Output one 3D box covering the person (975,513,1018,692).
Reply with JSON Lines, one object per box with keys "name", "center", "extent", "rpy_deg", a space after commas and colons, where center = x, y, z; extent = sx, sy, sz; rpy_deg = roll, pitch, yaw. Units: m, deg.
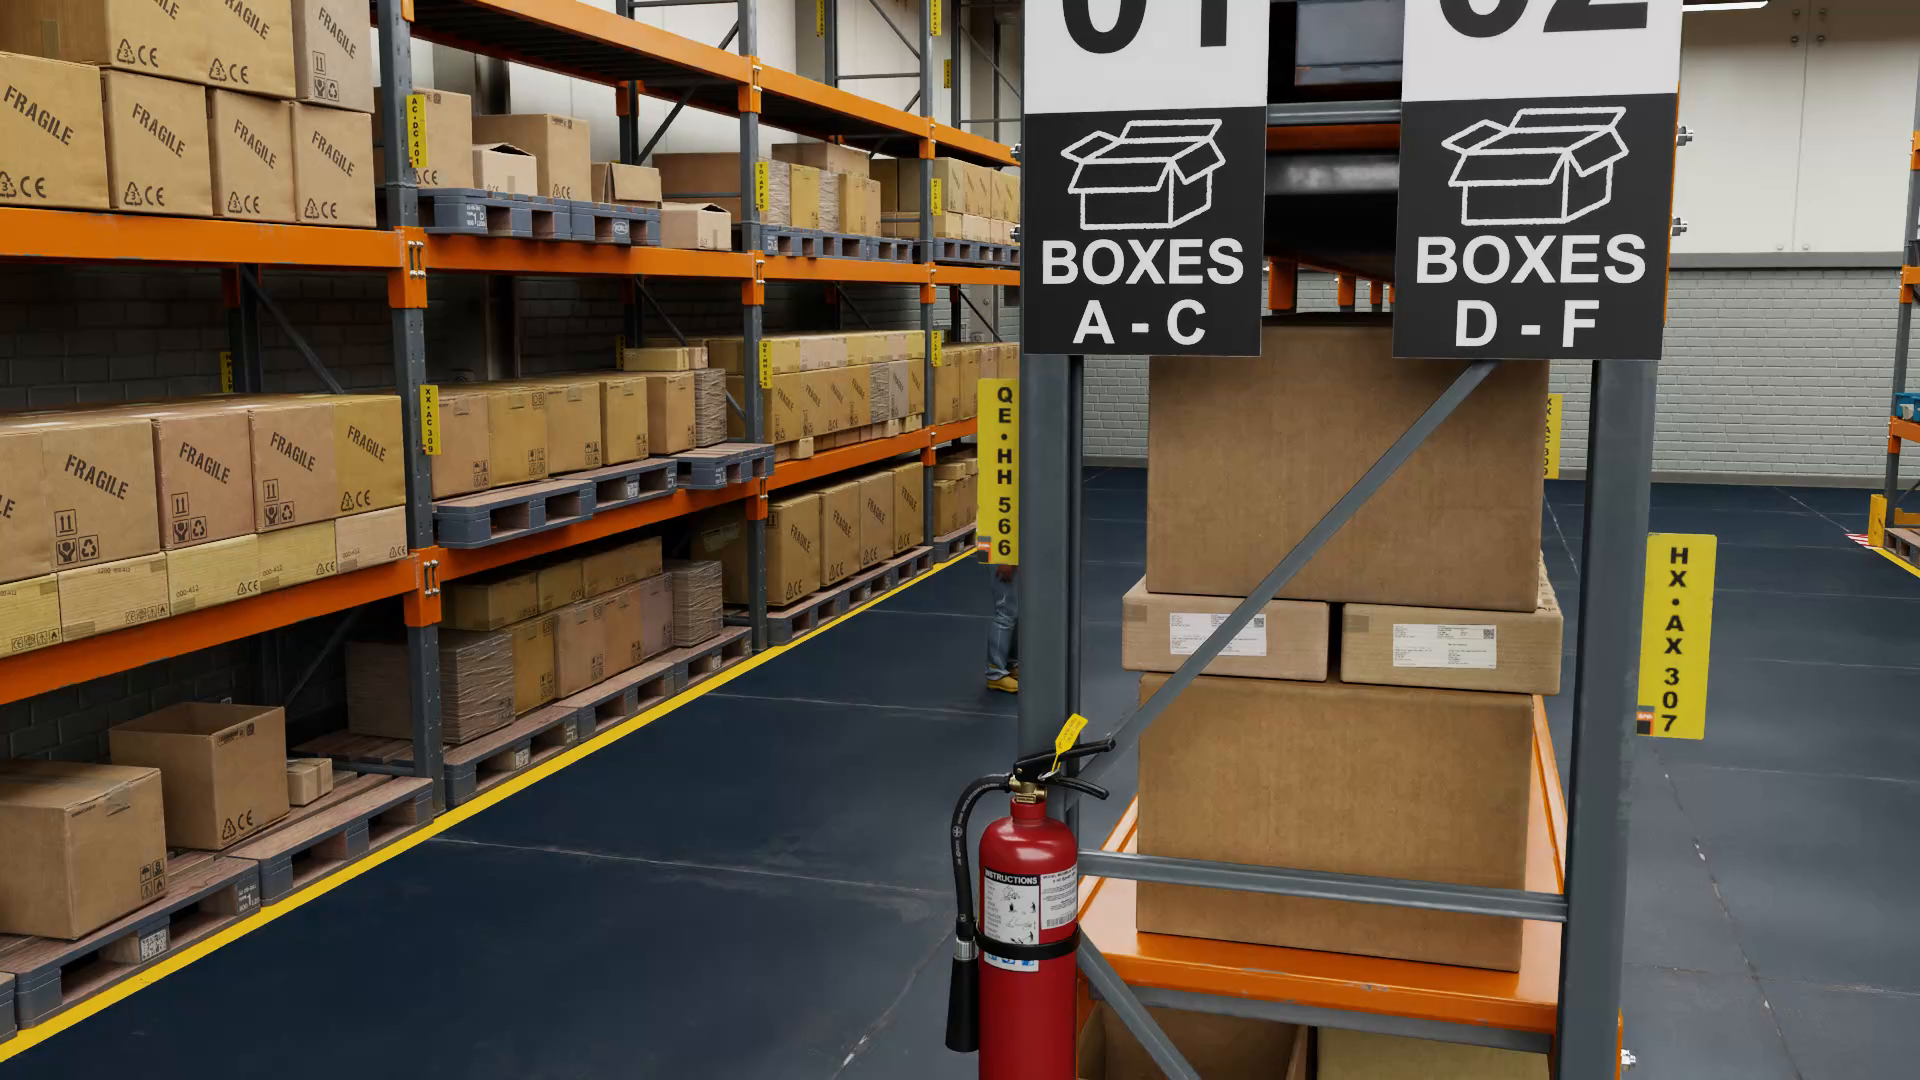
{"name": "person", "center": [0.340, 0.074, 10.772], "extent": [0.461, 1.757, 0.627], "rpy_deg": [2, 9, 16]}
